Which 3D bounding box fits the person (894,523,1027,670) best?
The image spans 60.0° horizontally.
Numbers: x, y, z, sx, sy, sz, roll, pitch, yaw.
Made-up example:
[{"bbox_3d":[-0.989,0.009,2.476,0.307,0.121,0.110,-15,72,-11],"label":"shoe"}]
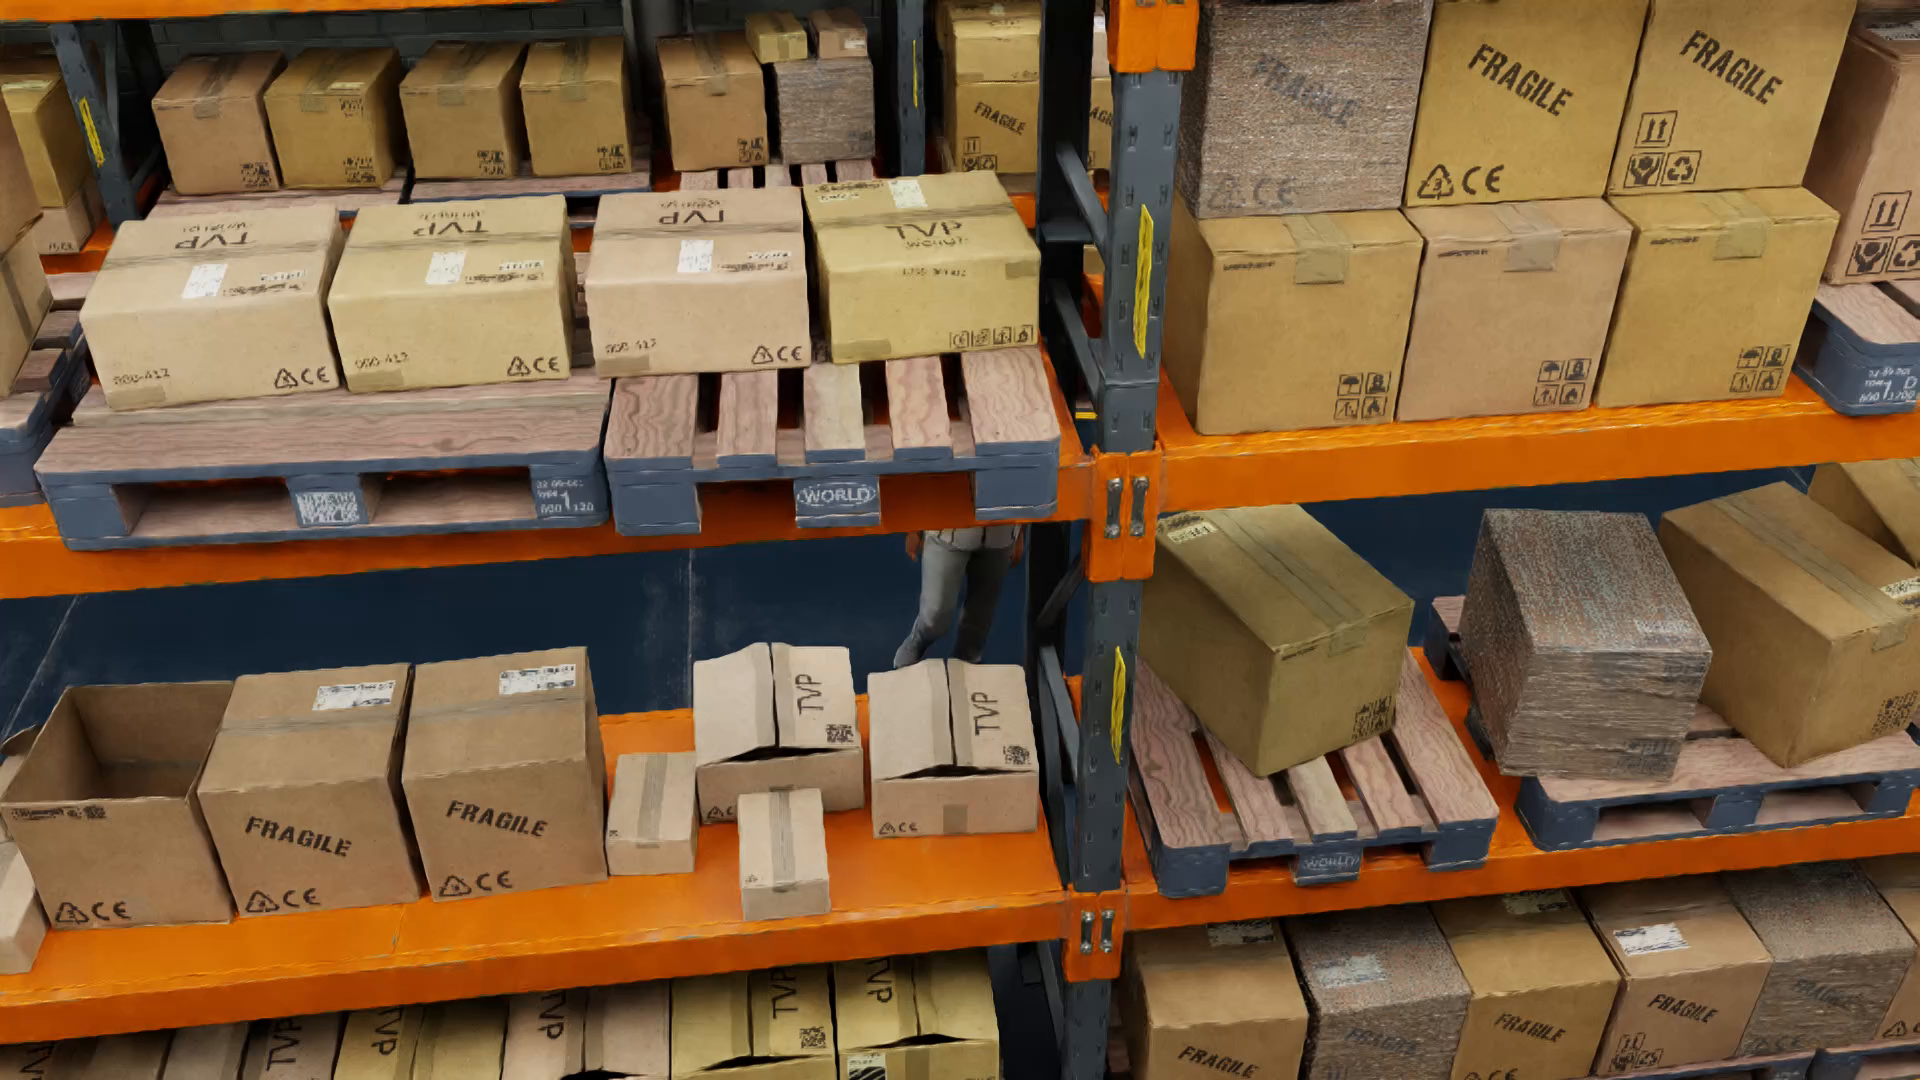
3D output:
[{"bbox_3d":[0.025,-0.007,7.147,0.609,1.665,0.452,-9,36,-12],"label":"person"}]
